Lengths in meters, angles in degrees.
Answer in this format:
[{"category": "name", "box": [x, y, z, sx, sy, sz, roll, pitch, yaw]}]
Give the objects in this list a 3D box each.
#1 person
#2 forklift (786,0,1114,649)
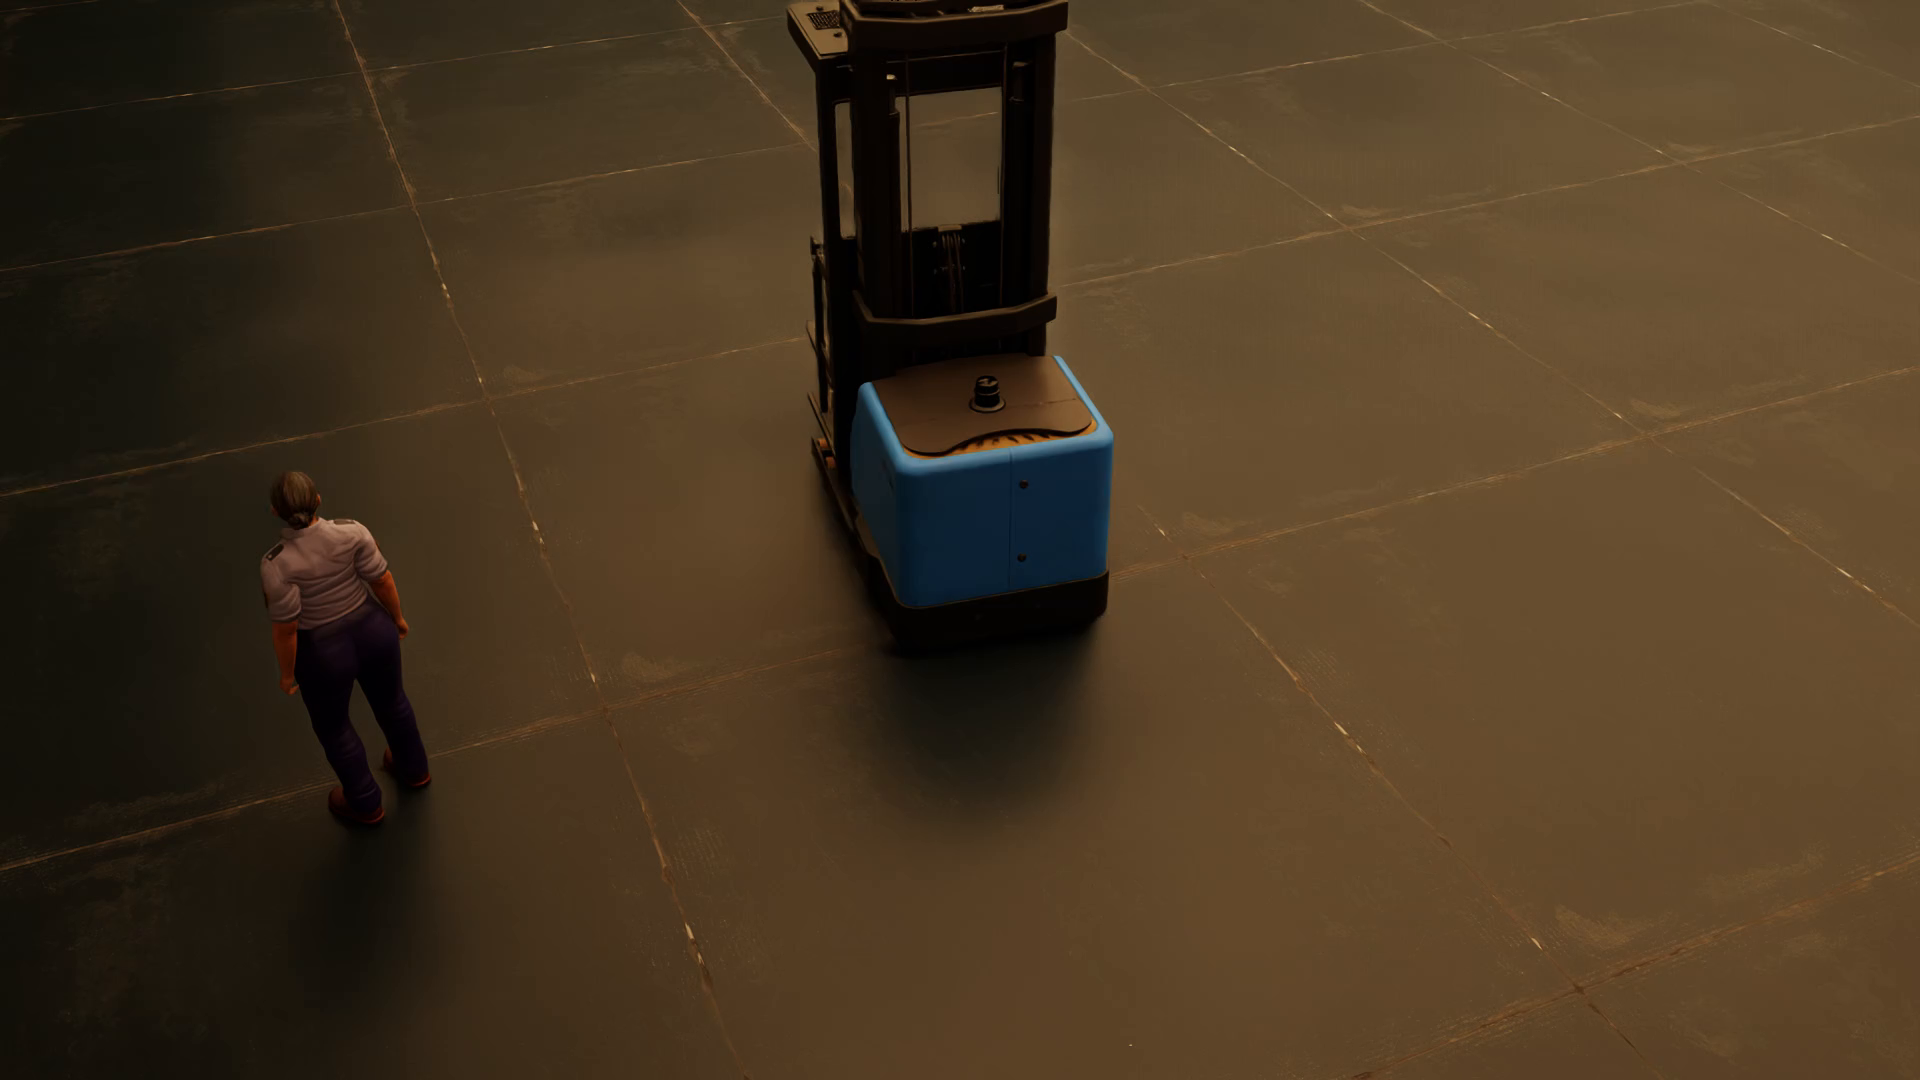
[{"category": "person", "box": [-2.474, 0.413, 6.629, 0.379, 1.651, 0.549, 28, 44, 34]}, {"category": "forklift", "box": [-0.186, -1.537, 8.260, 1.130, 2.935, 3.031, -9, 36, -13]}]
